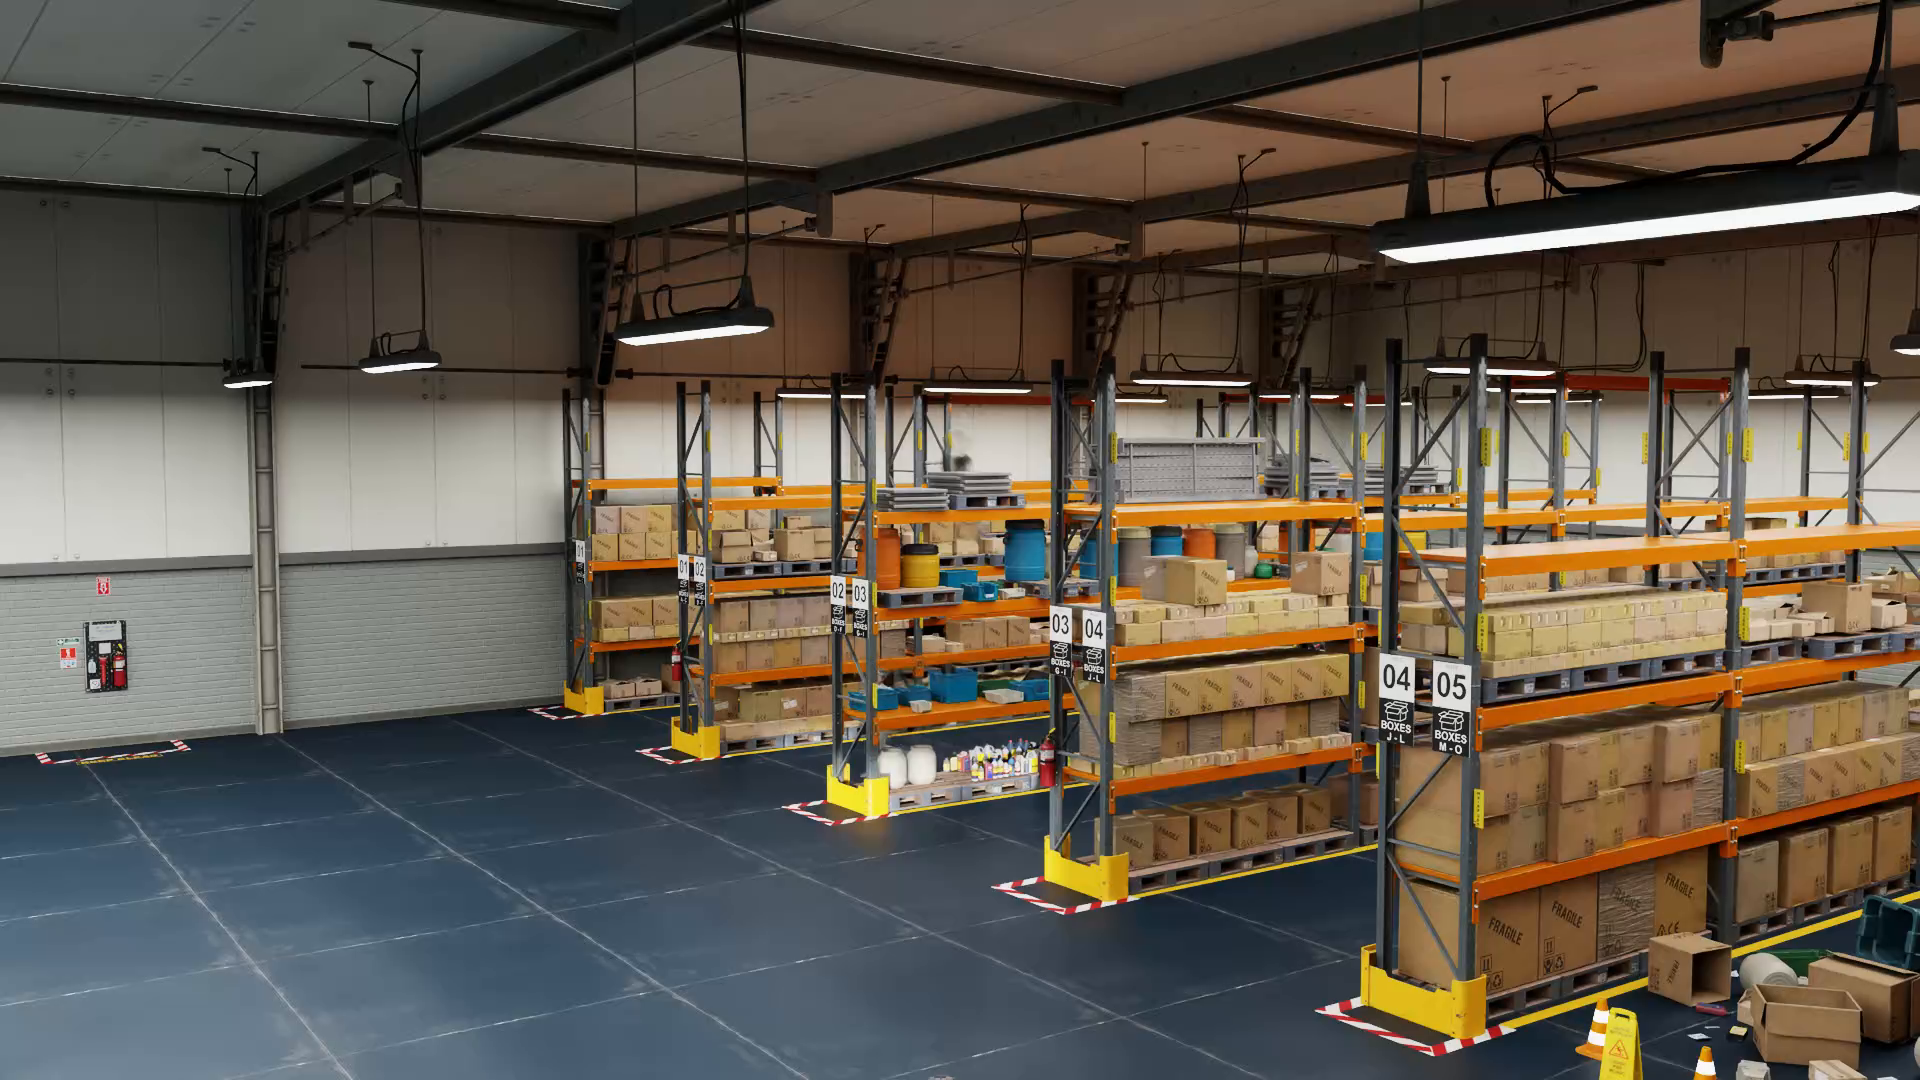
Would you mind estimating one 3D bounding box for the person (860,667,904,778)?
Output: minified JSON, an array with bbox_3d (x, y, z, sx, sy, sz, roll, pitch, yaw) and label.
[{"bbox_3d":[-1.206,2.725,25.040,0.767,1.660,0.625,-4,5,-44],"label":"person"}]
